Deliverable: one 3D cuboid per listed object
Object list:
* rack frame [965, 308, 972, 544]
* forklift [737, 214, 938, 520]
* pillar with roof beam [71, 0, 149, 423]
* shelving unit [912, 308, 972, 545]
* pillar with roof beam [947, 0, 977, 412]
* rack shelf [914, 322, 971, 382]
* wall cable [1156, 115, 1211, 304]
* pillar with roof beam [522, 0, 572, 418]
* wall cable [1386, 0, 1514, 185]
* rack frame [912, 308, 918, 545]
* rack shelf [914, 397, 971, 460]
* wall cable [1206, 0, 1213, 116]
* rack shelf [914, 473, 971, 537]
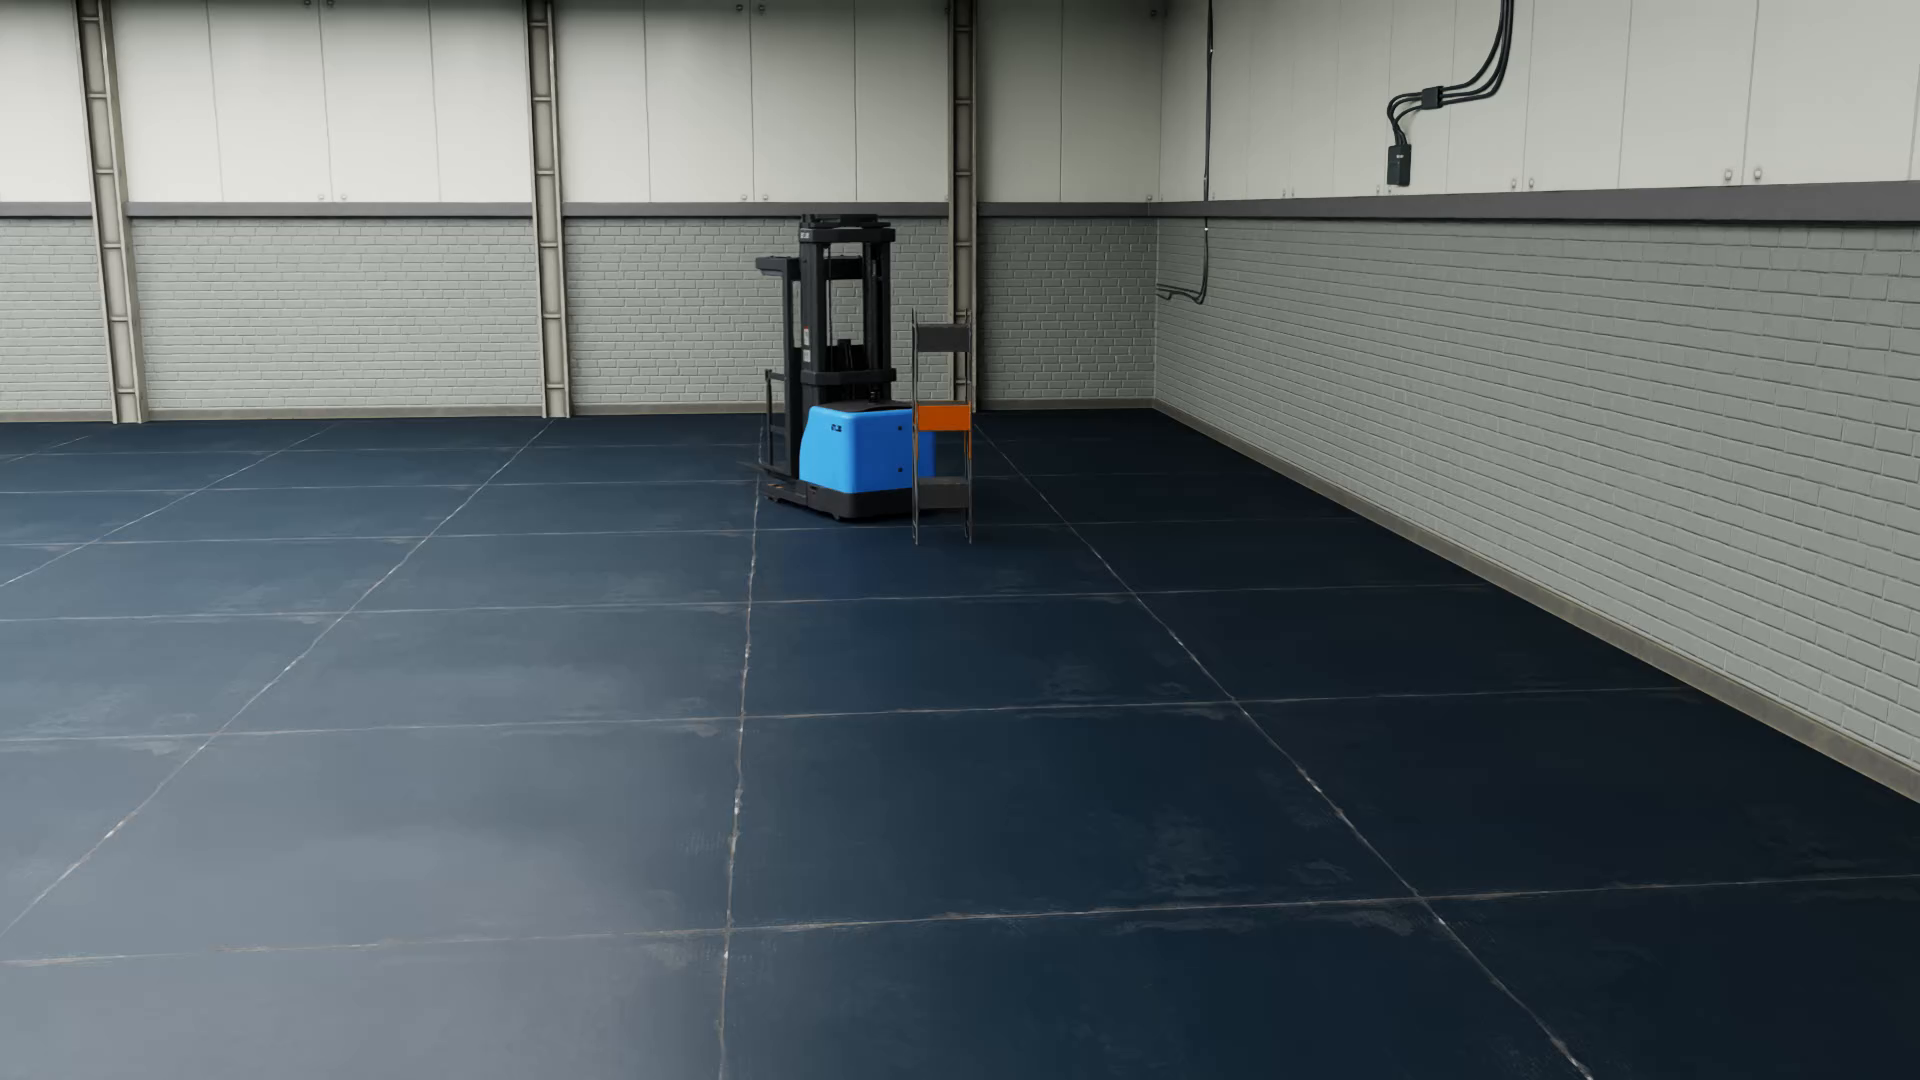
[{"bbox_3d":[0.078,-1.032,15.056,0.015,2.100,0.400,-1,11,-6],"label":"rack frame"},{"bbox_3d":[-1.415,-1.872,17.172,1.130,2.935,3.031,-7,13,-31],"label":"forklift"},{"bbox_3d":[-11.433,-5.286,18.810,0.400,9.000,9.100,-1,11,-6],"label":"pillar with roof beam"},{"bbox_3d":[-0.165,-1.027,15.030,0.503,2.100,0.431,-1,11,-6],"label":"shelving unit"},{"bbox_3d":[0.497,-5.536,20.082,0.400,9.000,9.100,-1,11,-6],"label":"pillar with roof beam"},{"bbox_3d":[-0.165,-1.700,14.898,0.480,0.518,0.431,-1,11,-6],"label":"rack shelf"},{"bbox_3d":[3.104,-4.646,23.603,0.112,2.526,3.097,-1,11,-6],"label":"wall cable"},{"bbox_3d":[-5.468,-5.411,19.446,0.400,9.000,9.100,-1,11,-6],"label":"pillar with roof beam"},{"bbox_3d":[4.113,-6.017,13.713,0.169,6.003,2.305,-1,11,-6],"label":"wall cable"},{"bbox_3d":[-0.407,-1.022,15.004,0.015,2.100,0.400,-1,11,-6],"label":"rack frame"},{"bbox_3d":[-0.165,-1.013,15.033,0.480,0.518,0.431,-1,11,-6],"label":"rack shelf"},{"bbox_3d":[3.396,-6.605,20.477,0.112,2.526,3.097,-1,11,-6],"label":"wall cable"},{"bbox_3d":[-0.165,-0.327,15.168,0.480,0.518,0.431,-1,11,-6],"label":"rack shelf"}]
